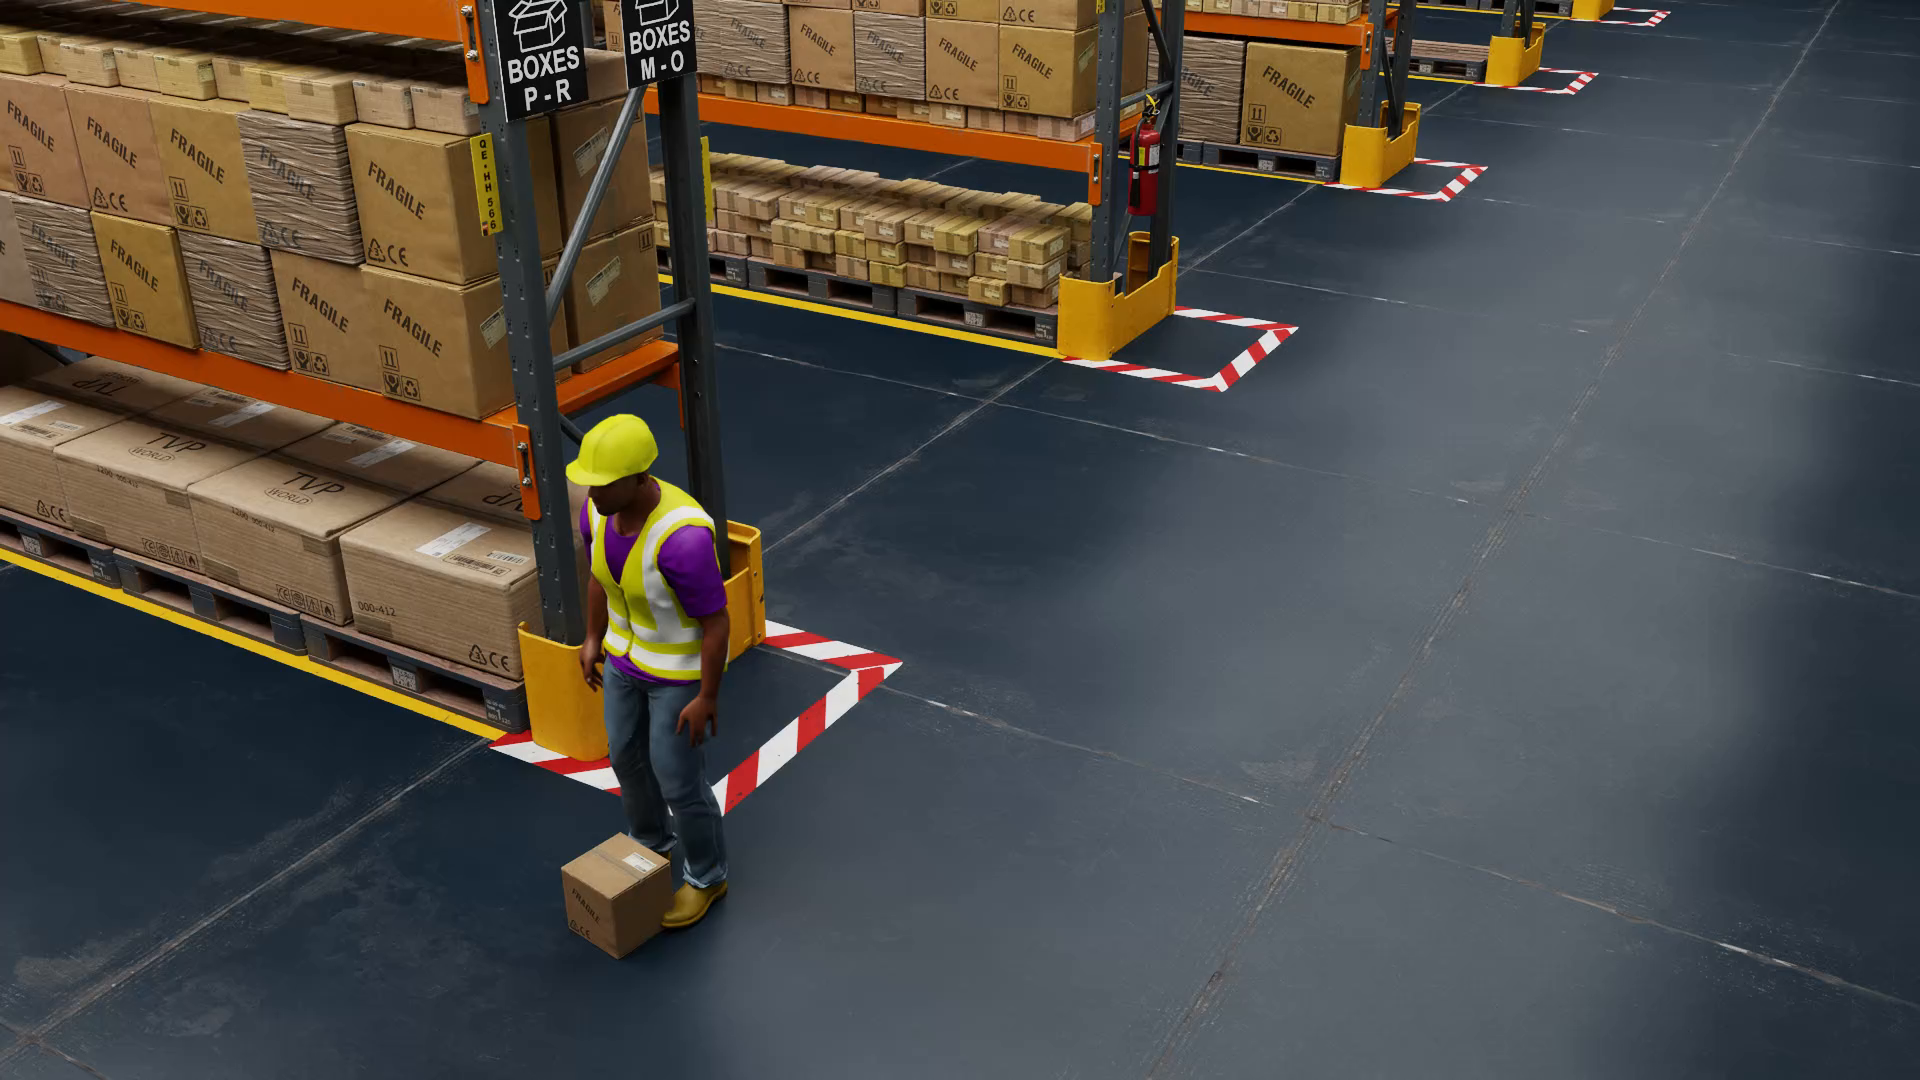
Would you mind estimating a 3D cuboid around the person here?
[{"bbox_3d":[-0.979,0.405,5.277,0.628,1.761,0.457,21,33,36],"label":"person"}]
